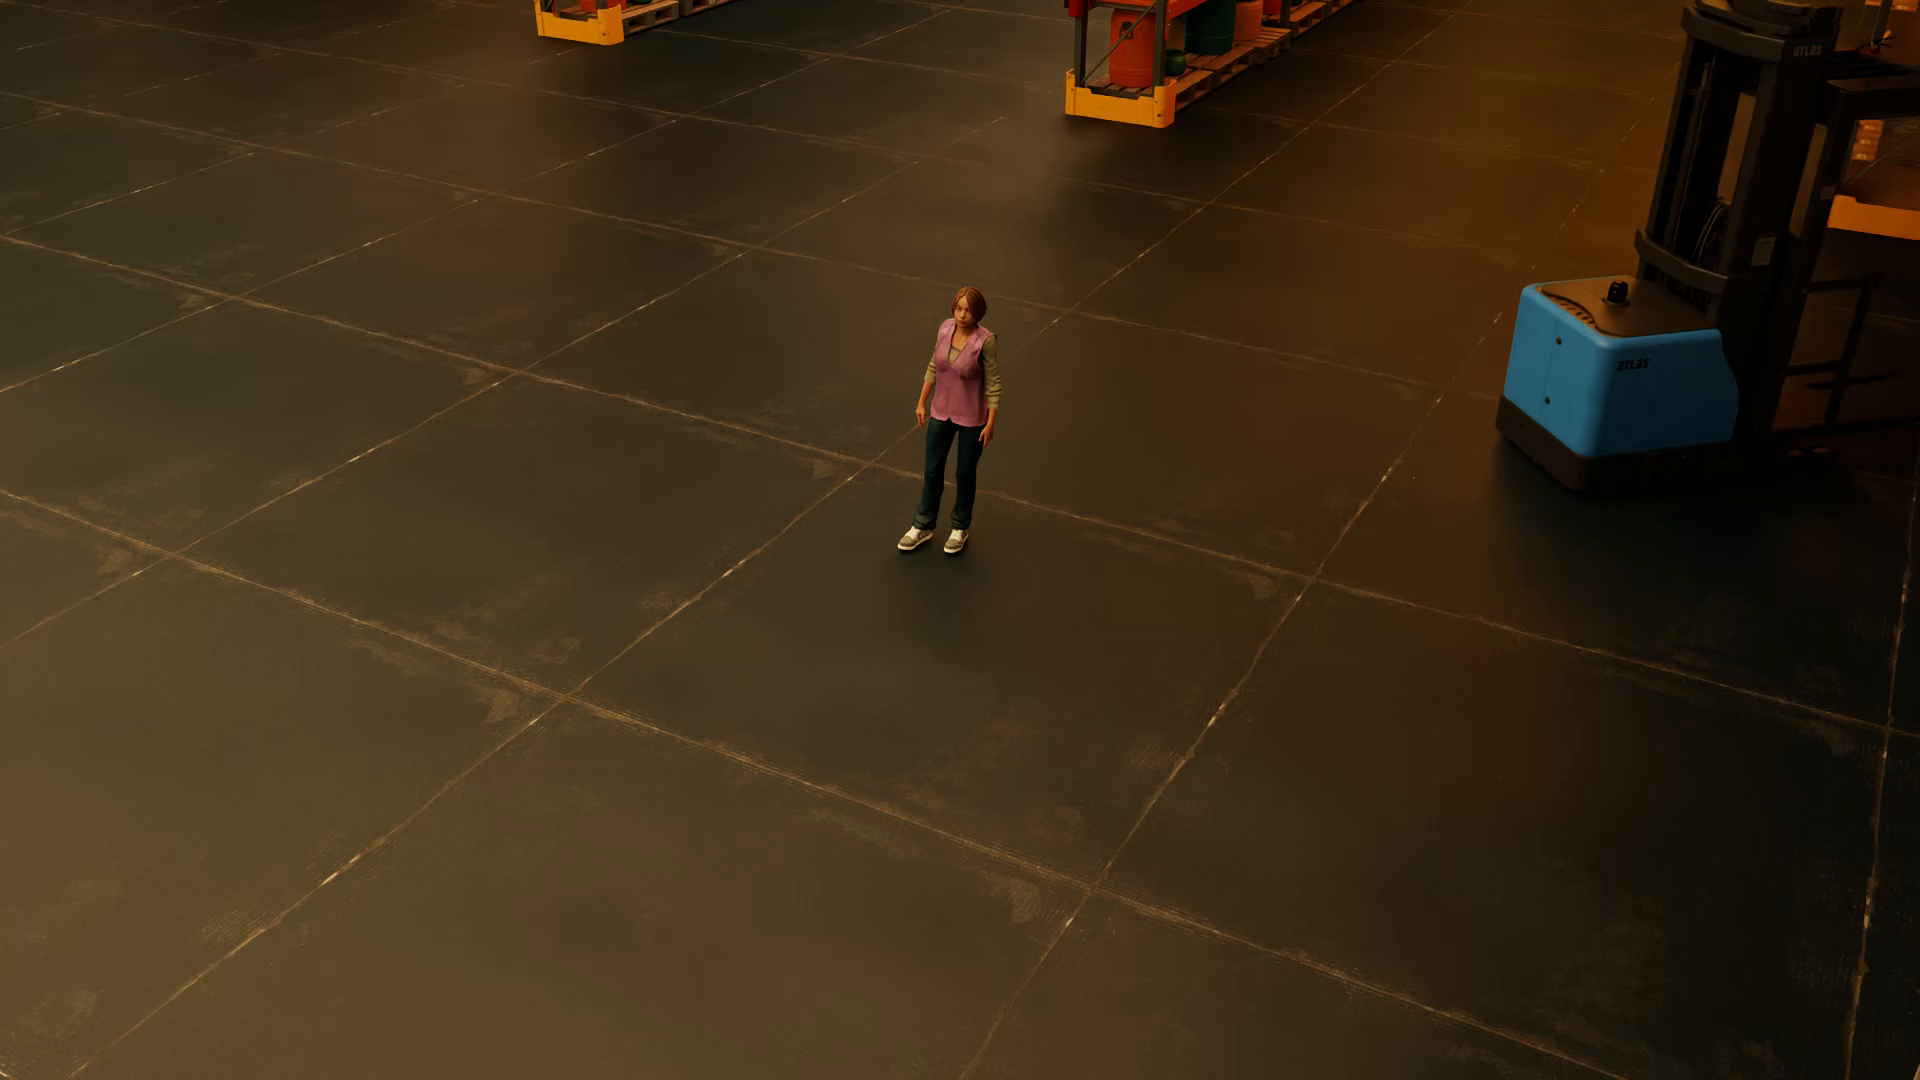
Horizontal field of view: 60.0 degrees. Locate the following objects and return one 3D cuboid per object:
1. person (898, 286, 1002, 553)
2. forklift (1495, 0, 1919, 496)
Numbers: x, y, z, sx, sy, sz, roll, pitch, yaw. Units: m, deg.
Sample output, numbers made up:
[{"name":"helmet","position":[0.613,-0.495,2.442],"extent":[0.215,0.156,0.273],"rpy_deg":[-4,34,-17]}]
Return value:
[{"name":"person","position":[-0.048,-0.668,9.549],"extent":[0.521,1.599,0.473],"rpy_deg":[15,33,25]},{"name":"forklift","position":[5.171,-1.929,10.412],"extent":[3.031,2.935,1.130],"rpy_deg":[-7,31,-12]}]
